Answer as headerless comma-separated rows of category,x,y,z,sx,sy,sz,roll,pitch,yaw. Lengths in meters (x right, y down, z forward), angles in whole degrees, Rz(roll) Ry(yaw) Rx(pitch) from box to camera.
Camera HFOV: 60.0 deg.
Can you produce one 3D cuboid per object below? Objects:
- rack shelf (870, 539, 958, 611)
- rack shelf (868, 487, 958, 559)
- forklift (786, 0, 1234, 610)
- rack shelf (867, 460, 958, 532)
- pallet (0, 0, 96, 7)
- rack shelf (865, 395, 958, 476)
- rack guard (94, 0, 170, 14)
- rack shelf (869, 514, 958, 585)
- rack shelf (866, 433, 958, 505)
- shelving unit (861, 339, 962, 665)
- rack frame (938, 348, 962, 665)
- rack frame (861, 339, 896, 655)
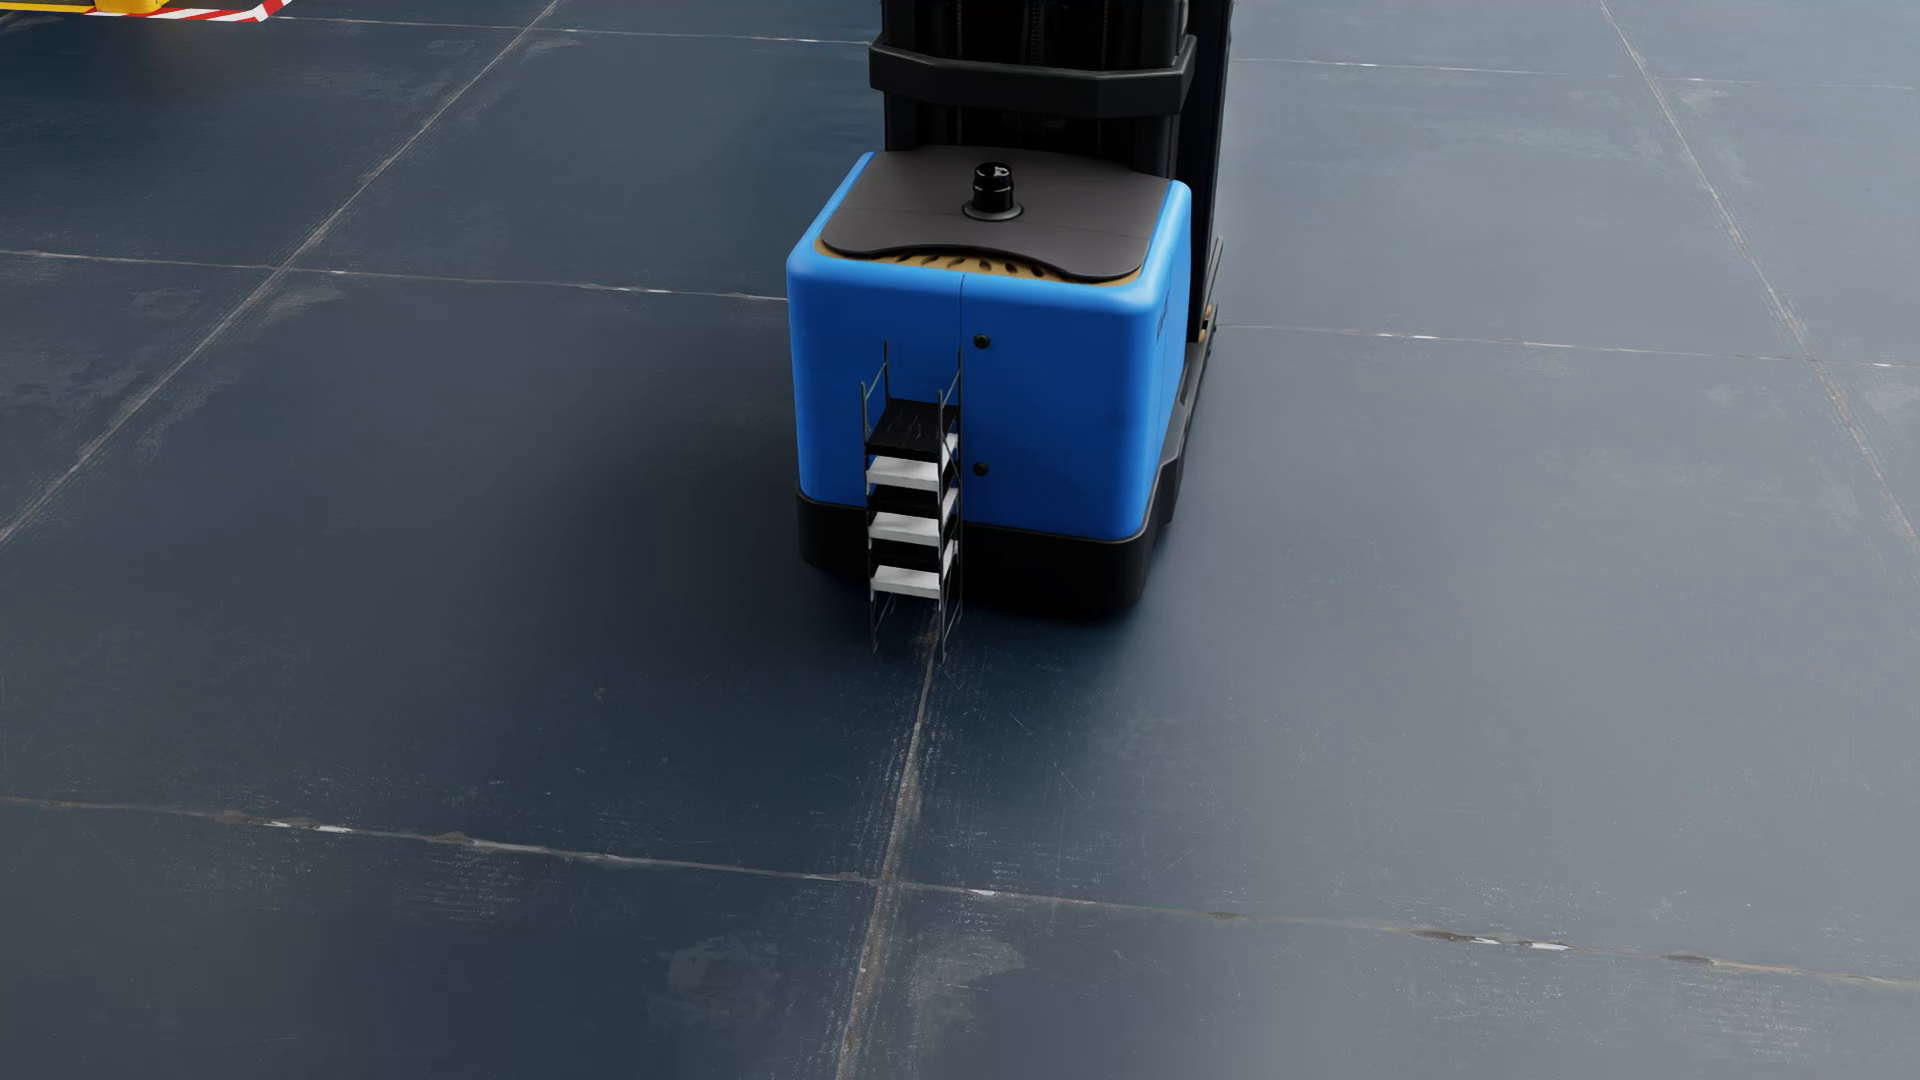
rack shelf,-0.124,0.083,4.725,0.200,0.077,0.258,8,36,11
rack shelf,-0.124,-0.063,4.620,0.200,0.077,0.258,8,36,11
forklift,0.350,-1.844,5.311,1.130,2.935,3.031,8,36,11
rack shelf,-0.124,-0.136,4.567,0.200,0.077,0.258,8,36,11
pallet,-5.494,-3.476,9.938,1.213,0.211,1.003,4,36,6
rack shelf,-0.124,-0.282,4.462,0.200,0.077,0.258,8,36,11
rack guard,-4.689,-3.530,9.766,0.348,0.500,1.175,4,36,6
rack shelf,-0.124,0.010,4.672,0.200,0.077,0.258,8,36,11
rack shelf,-0.124,-0.209,4.514,0.200,0.077,0.258,8,36,11
shelving unit,-0.124,-0.090,4.600,0.210,0.900,0.258,8,36,11
rack frame,-0.025,-0.076,4.581,0.006,0.900,0.240,8,36,11
rack frame,-0.223,-0.103,4.619,0.006,0.900,0.240,8,36,11
